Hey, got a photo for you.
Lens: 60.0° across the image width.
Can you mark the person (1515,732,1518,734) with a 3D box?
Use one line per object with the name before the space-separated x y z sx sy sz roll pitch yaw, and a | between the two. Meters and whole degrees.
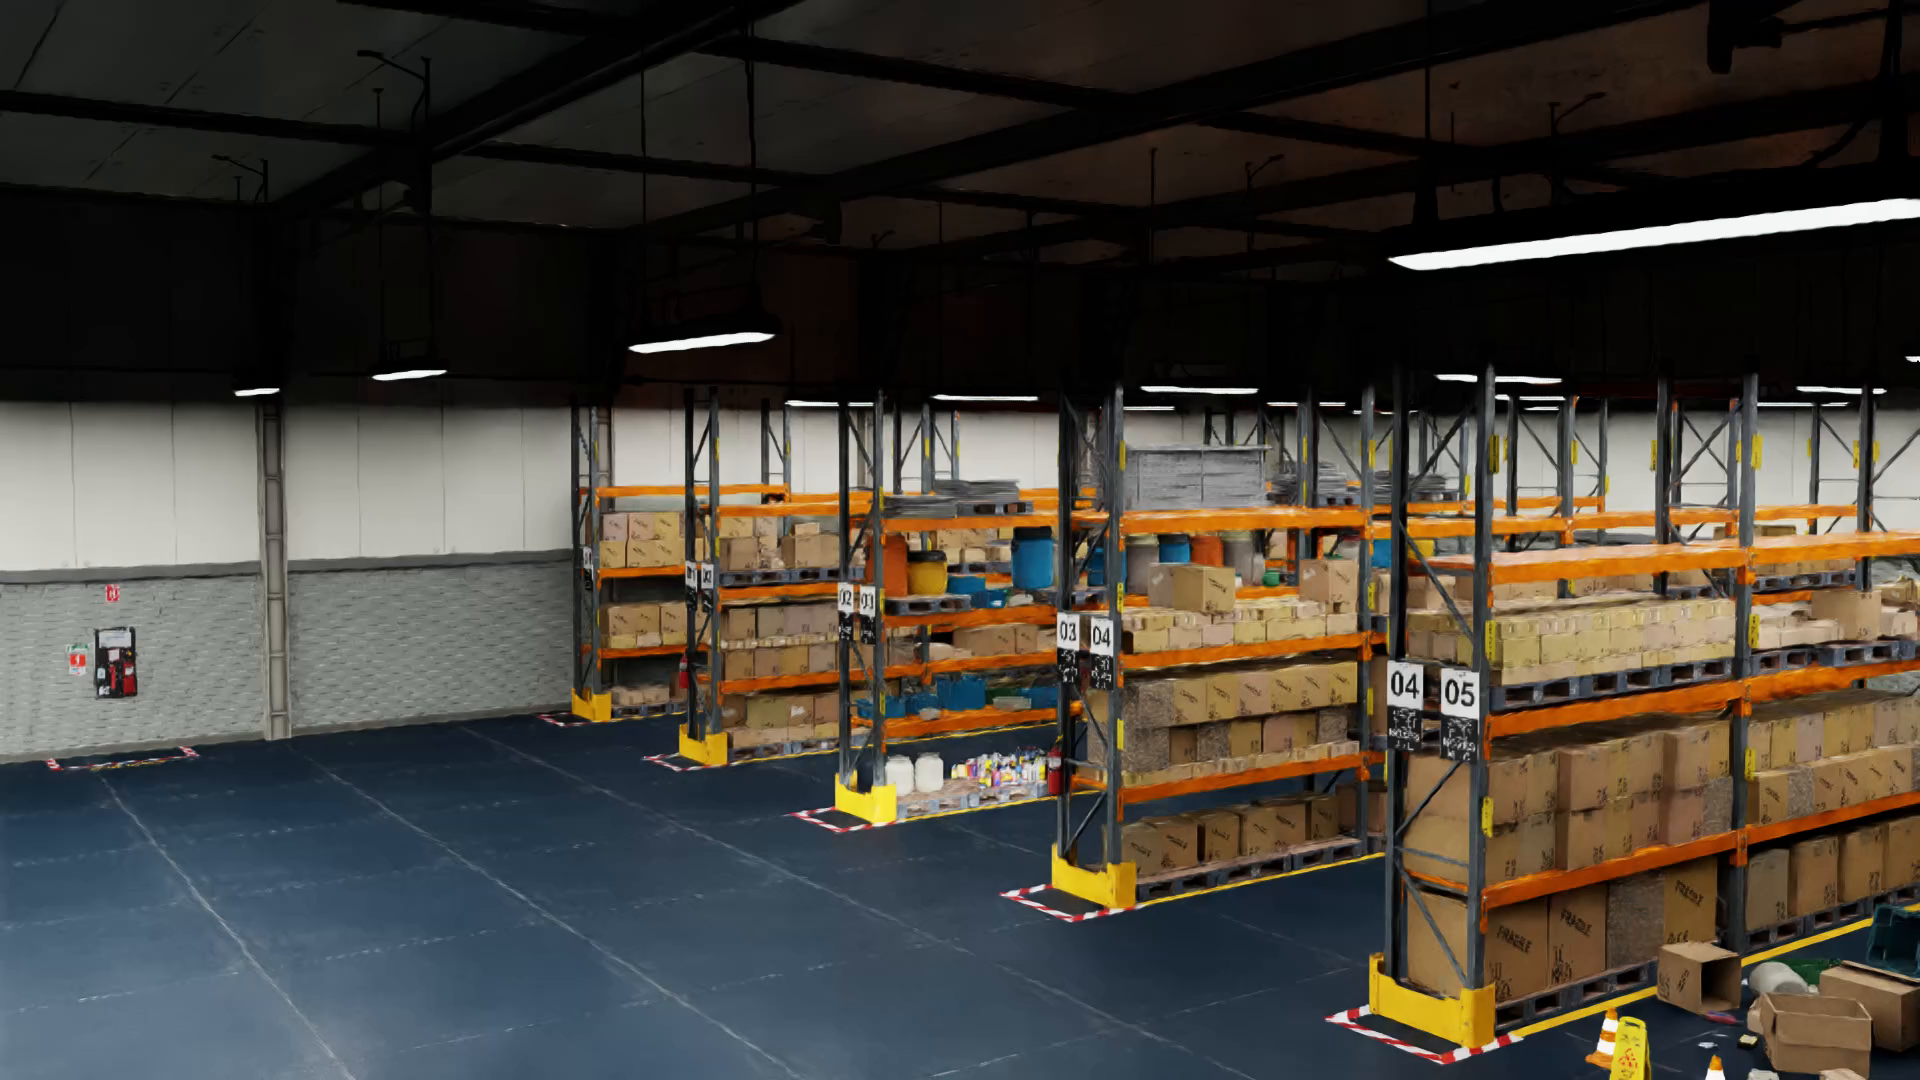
person | 7.077 3.097 20.825 0.419 1.603 0.505 2 4 26
